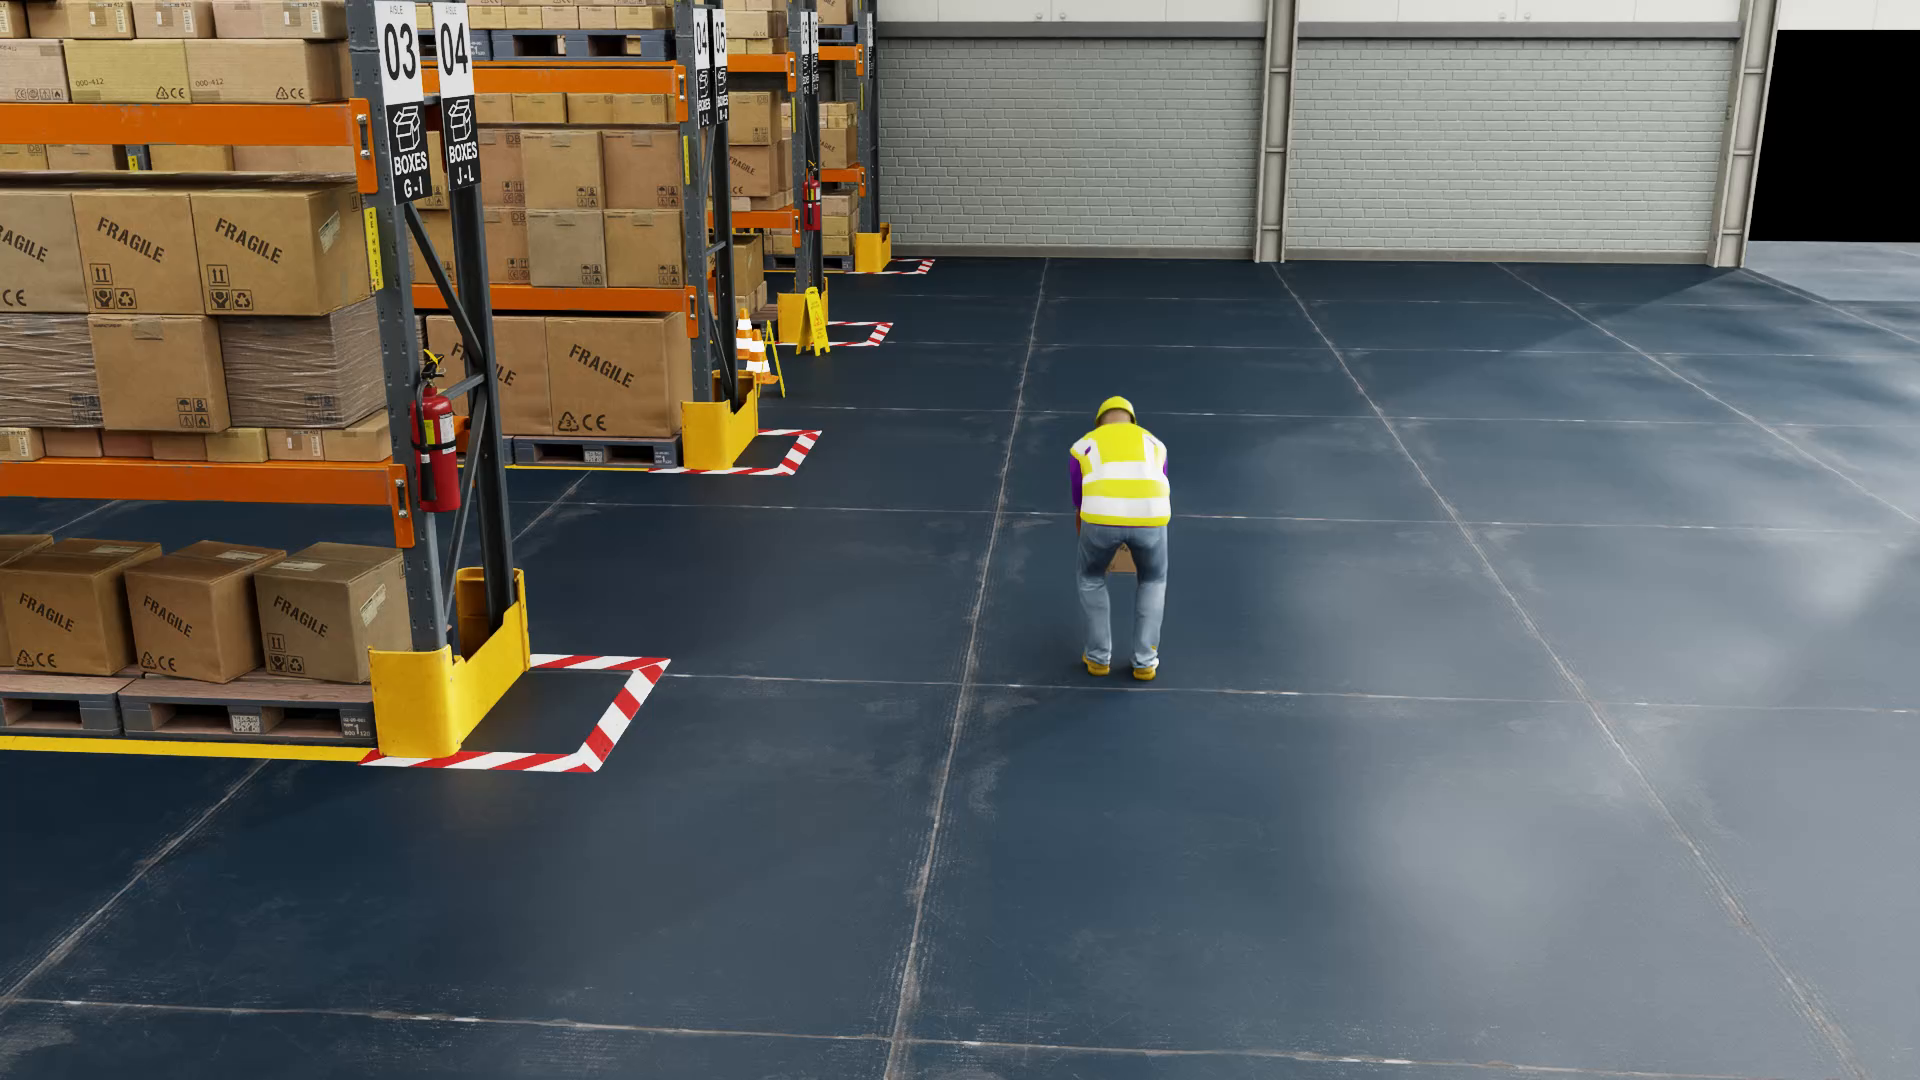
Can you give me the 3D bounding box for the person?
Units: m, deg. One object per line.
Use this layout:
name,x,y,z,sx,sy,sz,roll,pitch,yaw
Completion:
person,0.790,-0.017,8.366,0.494,1.283,0.932,1,17,2
